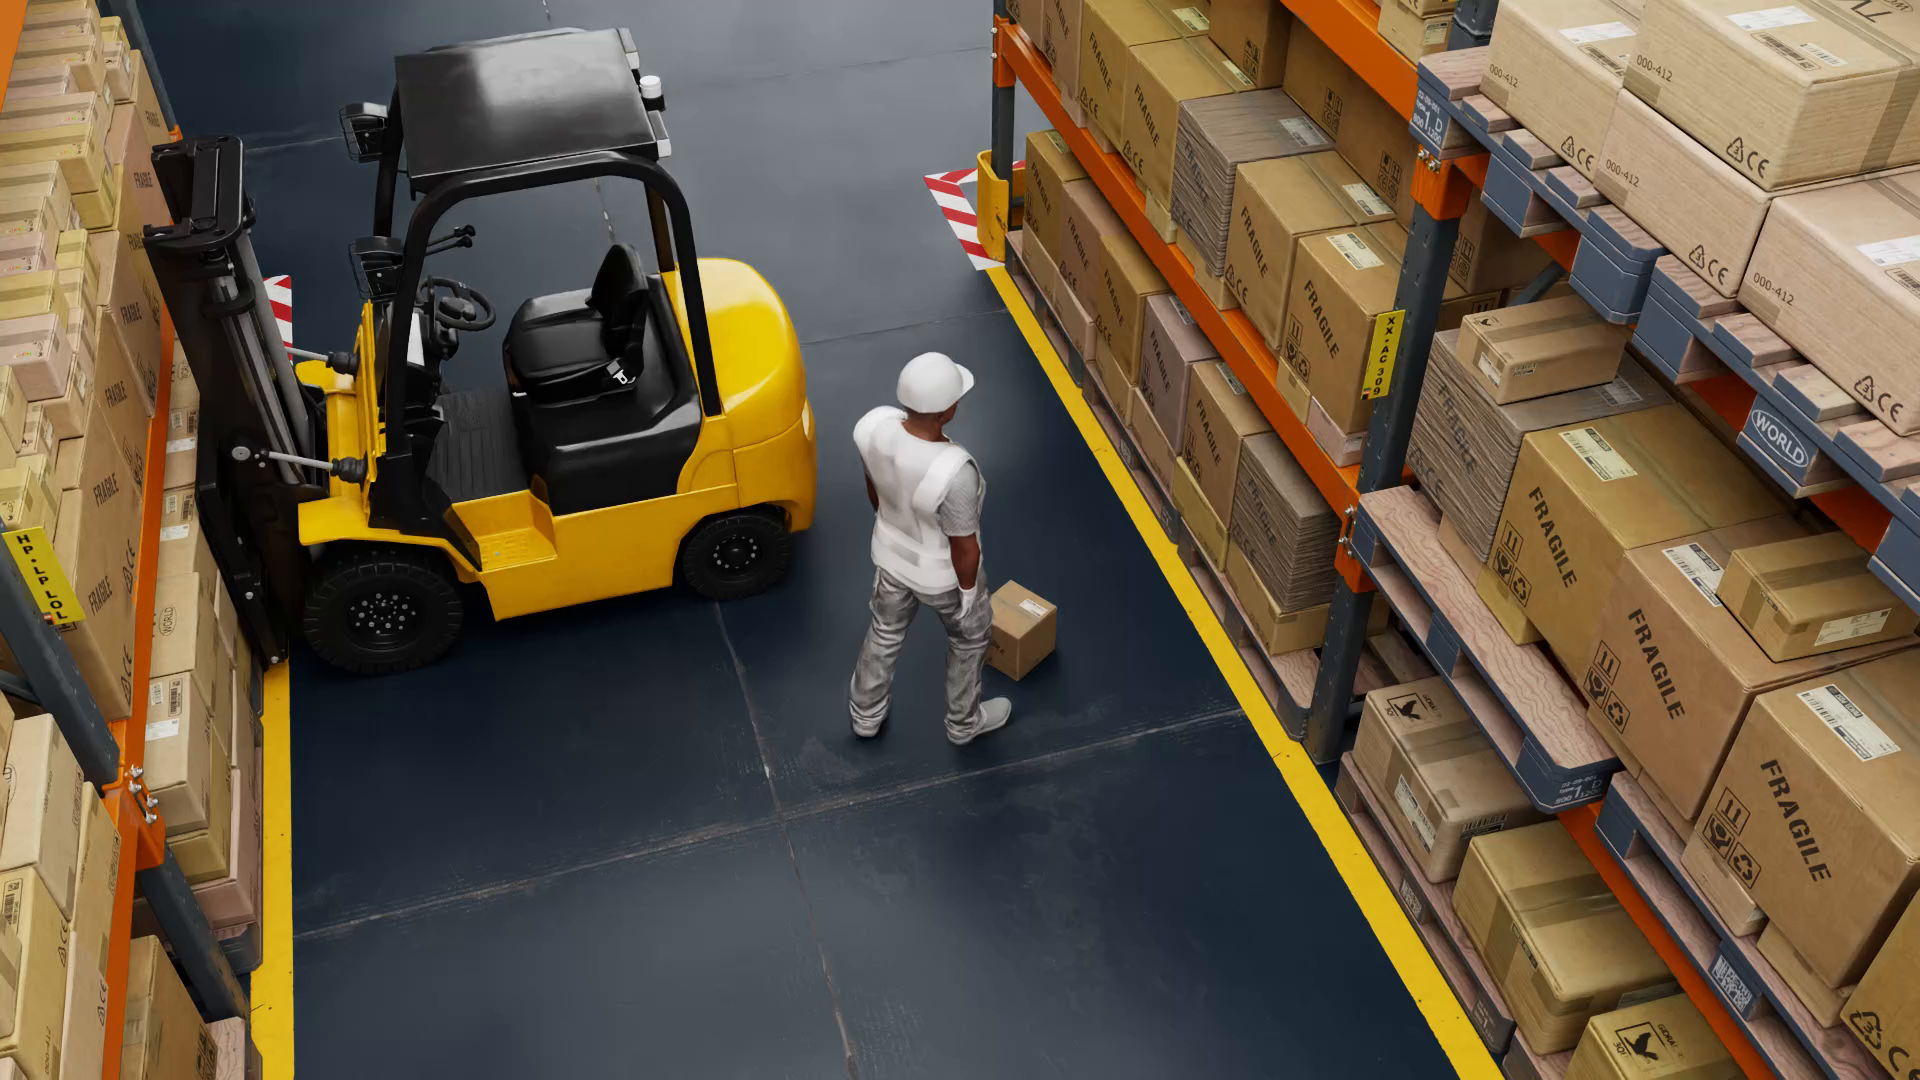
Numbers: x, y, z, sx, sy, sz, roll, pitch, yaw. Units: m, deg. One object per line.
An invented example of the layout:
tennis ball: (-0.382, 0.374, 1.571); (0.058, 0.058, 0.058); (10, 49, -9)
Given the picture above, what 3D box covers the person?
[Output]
person: (-0.127, 0.067, 6.092); (0.563, 1.800, 0.544); (32, 51, 31)
